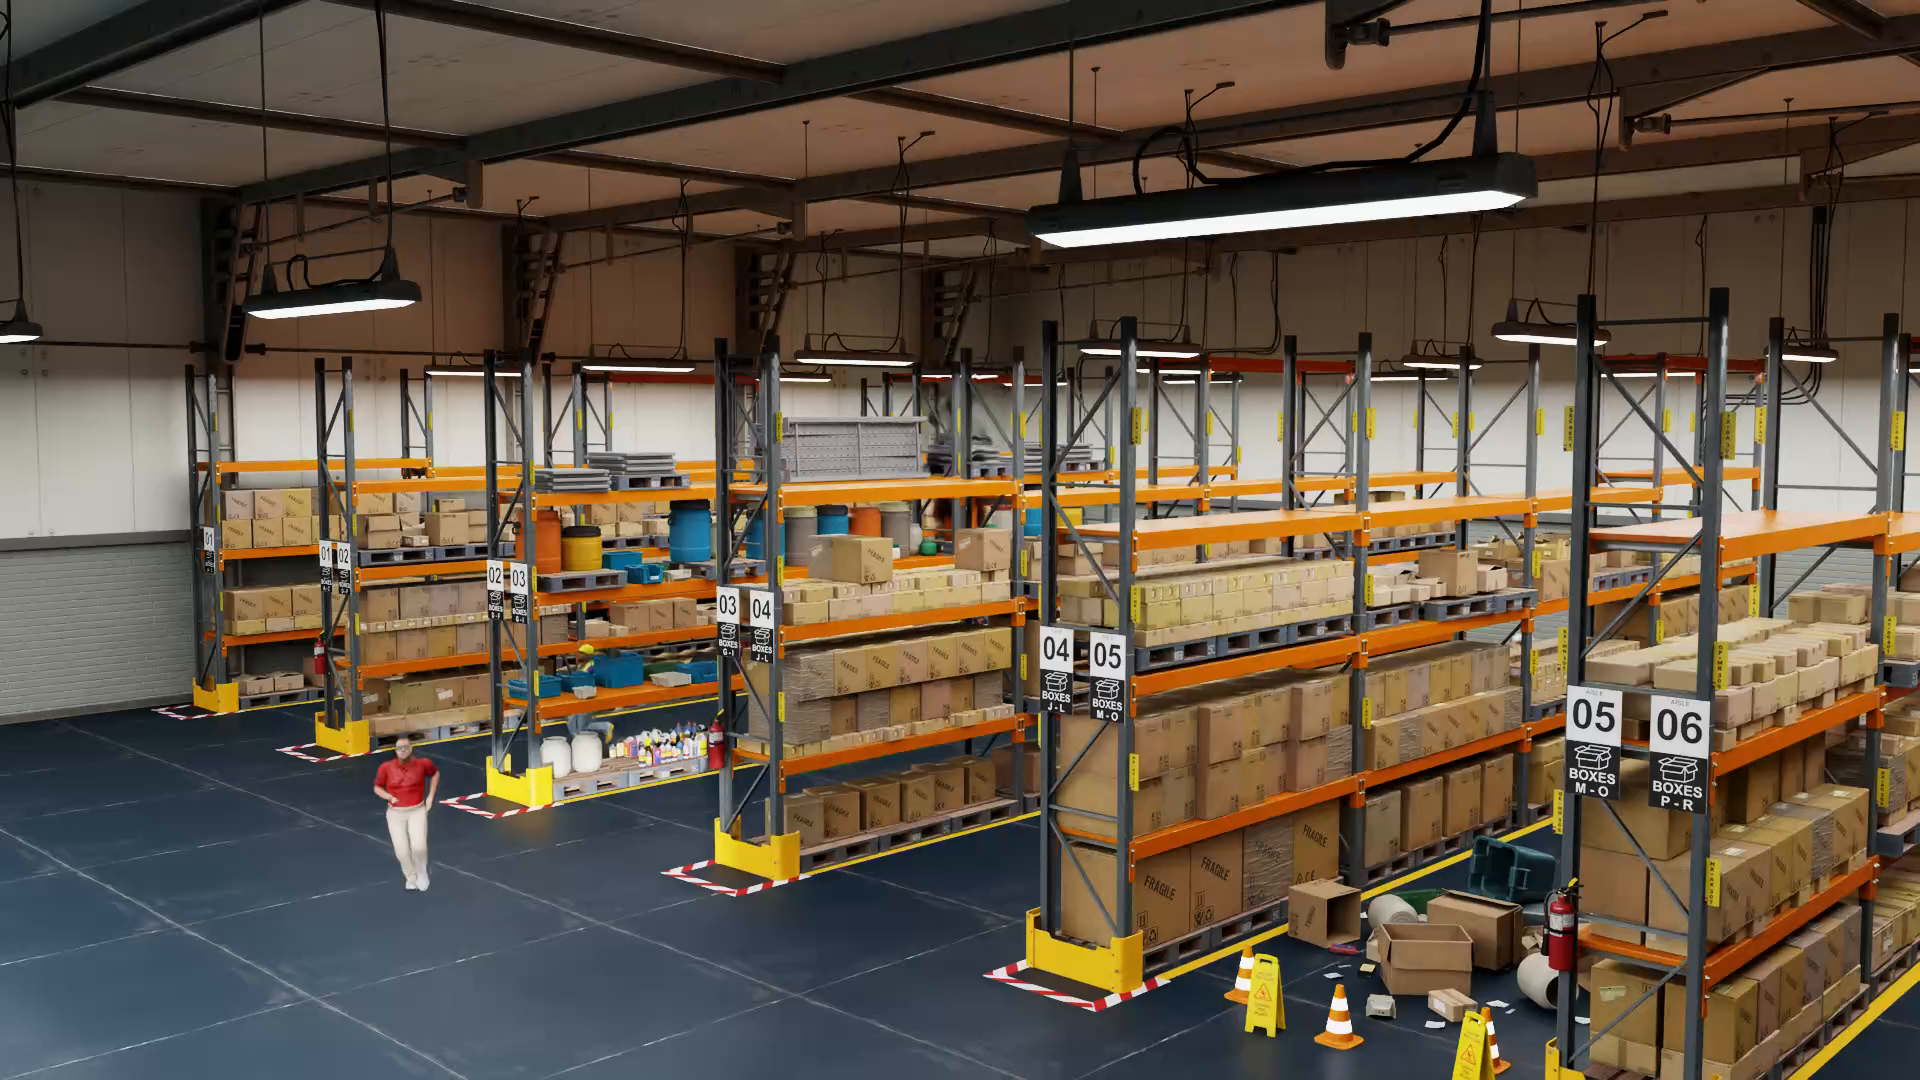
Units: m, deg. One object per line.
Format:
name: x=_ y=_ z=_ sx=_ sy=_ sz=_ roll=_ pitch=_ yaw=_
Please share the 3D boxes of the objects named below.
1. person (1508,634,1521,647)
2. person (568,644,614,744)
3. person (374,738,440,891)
person: x=8.601 y=2.335 z=25.461 sx=0.901 sy=1.823 sz=0.663 roll=-4 pitch=6 yaw=-40
person: x=-5.569 y=2.409 z=24.963 sx=0.661 sy=1.707 sz=0.720 roll=-4 pitch=6 yaw=-42
person: x=-5.922 y=2.949 z=17.806 sx=0.656 sy=1.691 sz=0.696 roll=-1 pitch=4 yaw=-13
